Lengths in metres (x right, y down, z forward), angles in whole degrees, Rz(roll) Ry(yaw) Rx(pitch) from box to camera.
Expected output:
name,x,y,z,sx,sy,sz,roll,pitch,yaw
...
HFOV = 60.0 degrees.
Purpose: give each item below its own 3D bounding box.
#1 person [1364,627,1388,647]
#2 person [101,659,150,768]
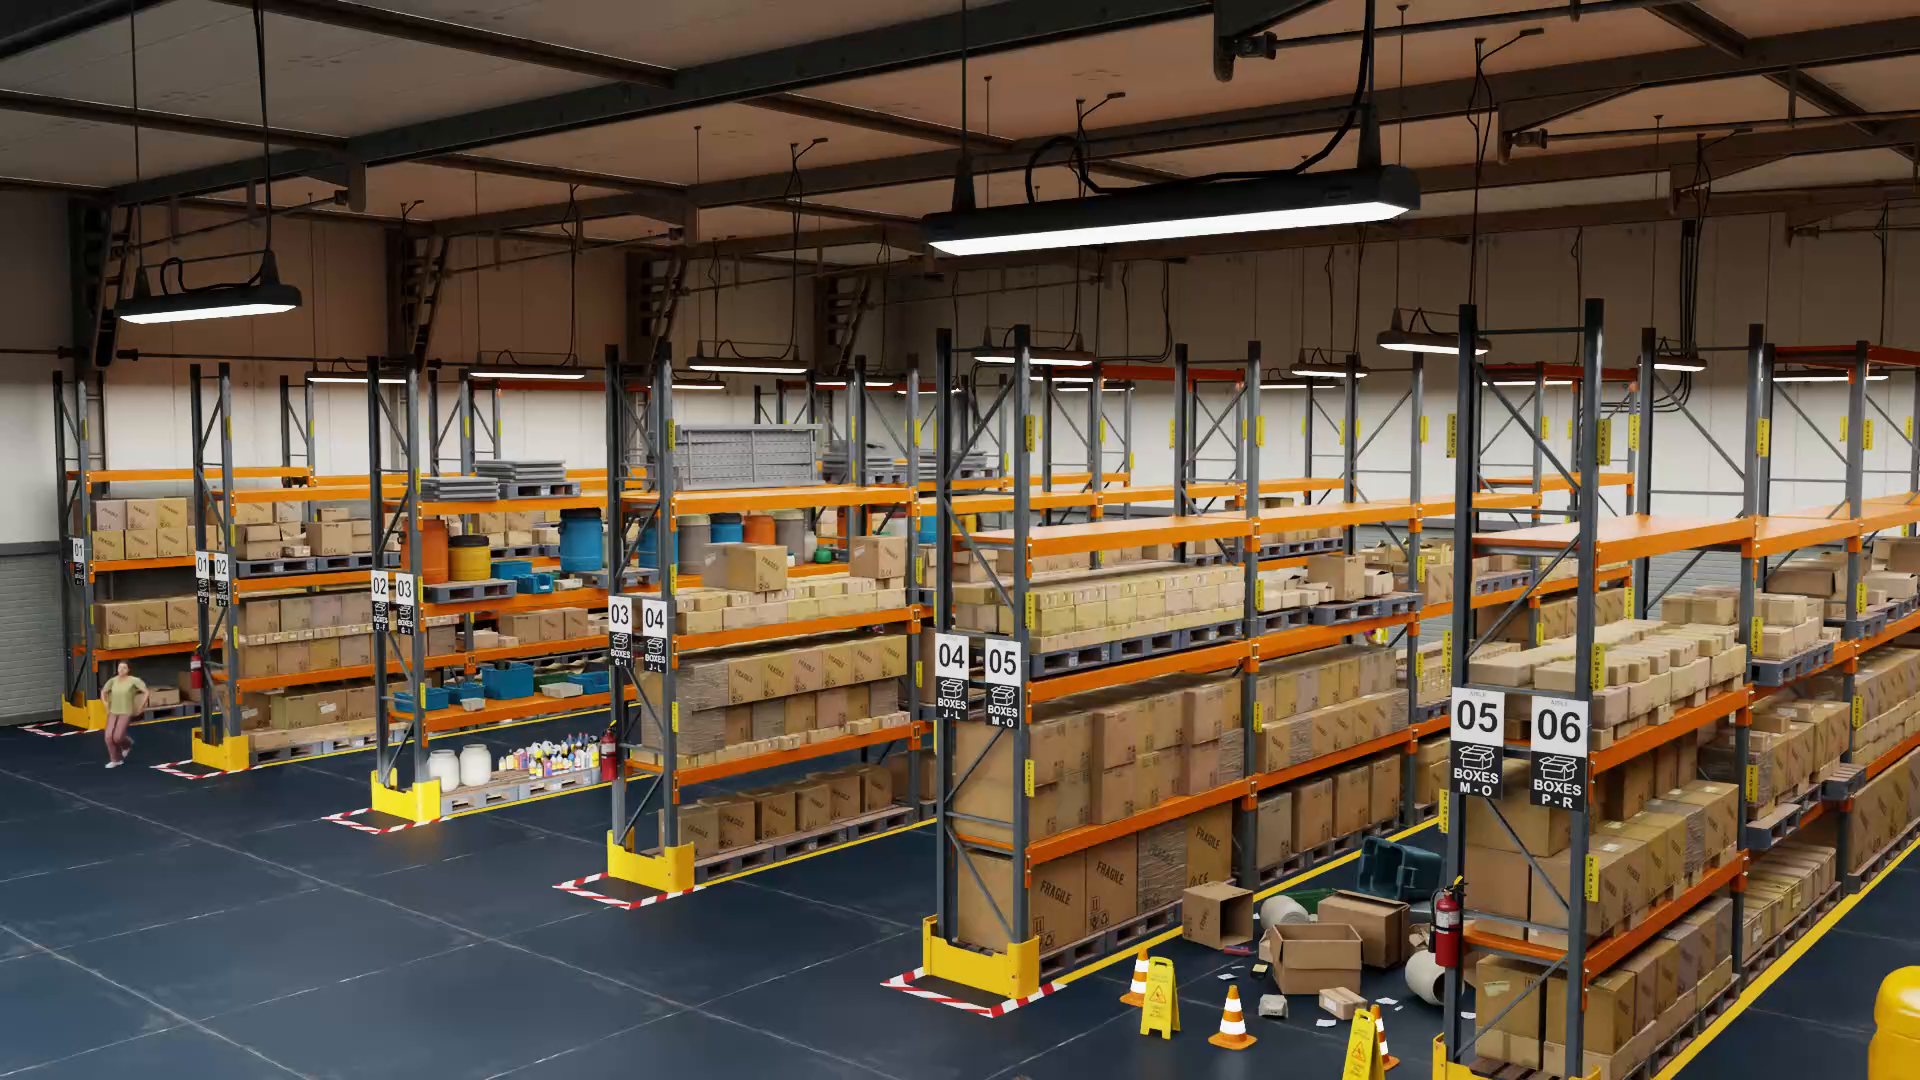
name,x,y,z,sx,sy,sz,roll,pitch,yaw
person,7.814,2.053,31.059,0.699,1.739,0.637,-4,6,-41
person,-12.476,2.578,24.819,0.670,1.616,0.550,0,4,0
